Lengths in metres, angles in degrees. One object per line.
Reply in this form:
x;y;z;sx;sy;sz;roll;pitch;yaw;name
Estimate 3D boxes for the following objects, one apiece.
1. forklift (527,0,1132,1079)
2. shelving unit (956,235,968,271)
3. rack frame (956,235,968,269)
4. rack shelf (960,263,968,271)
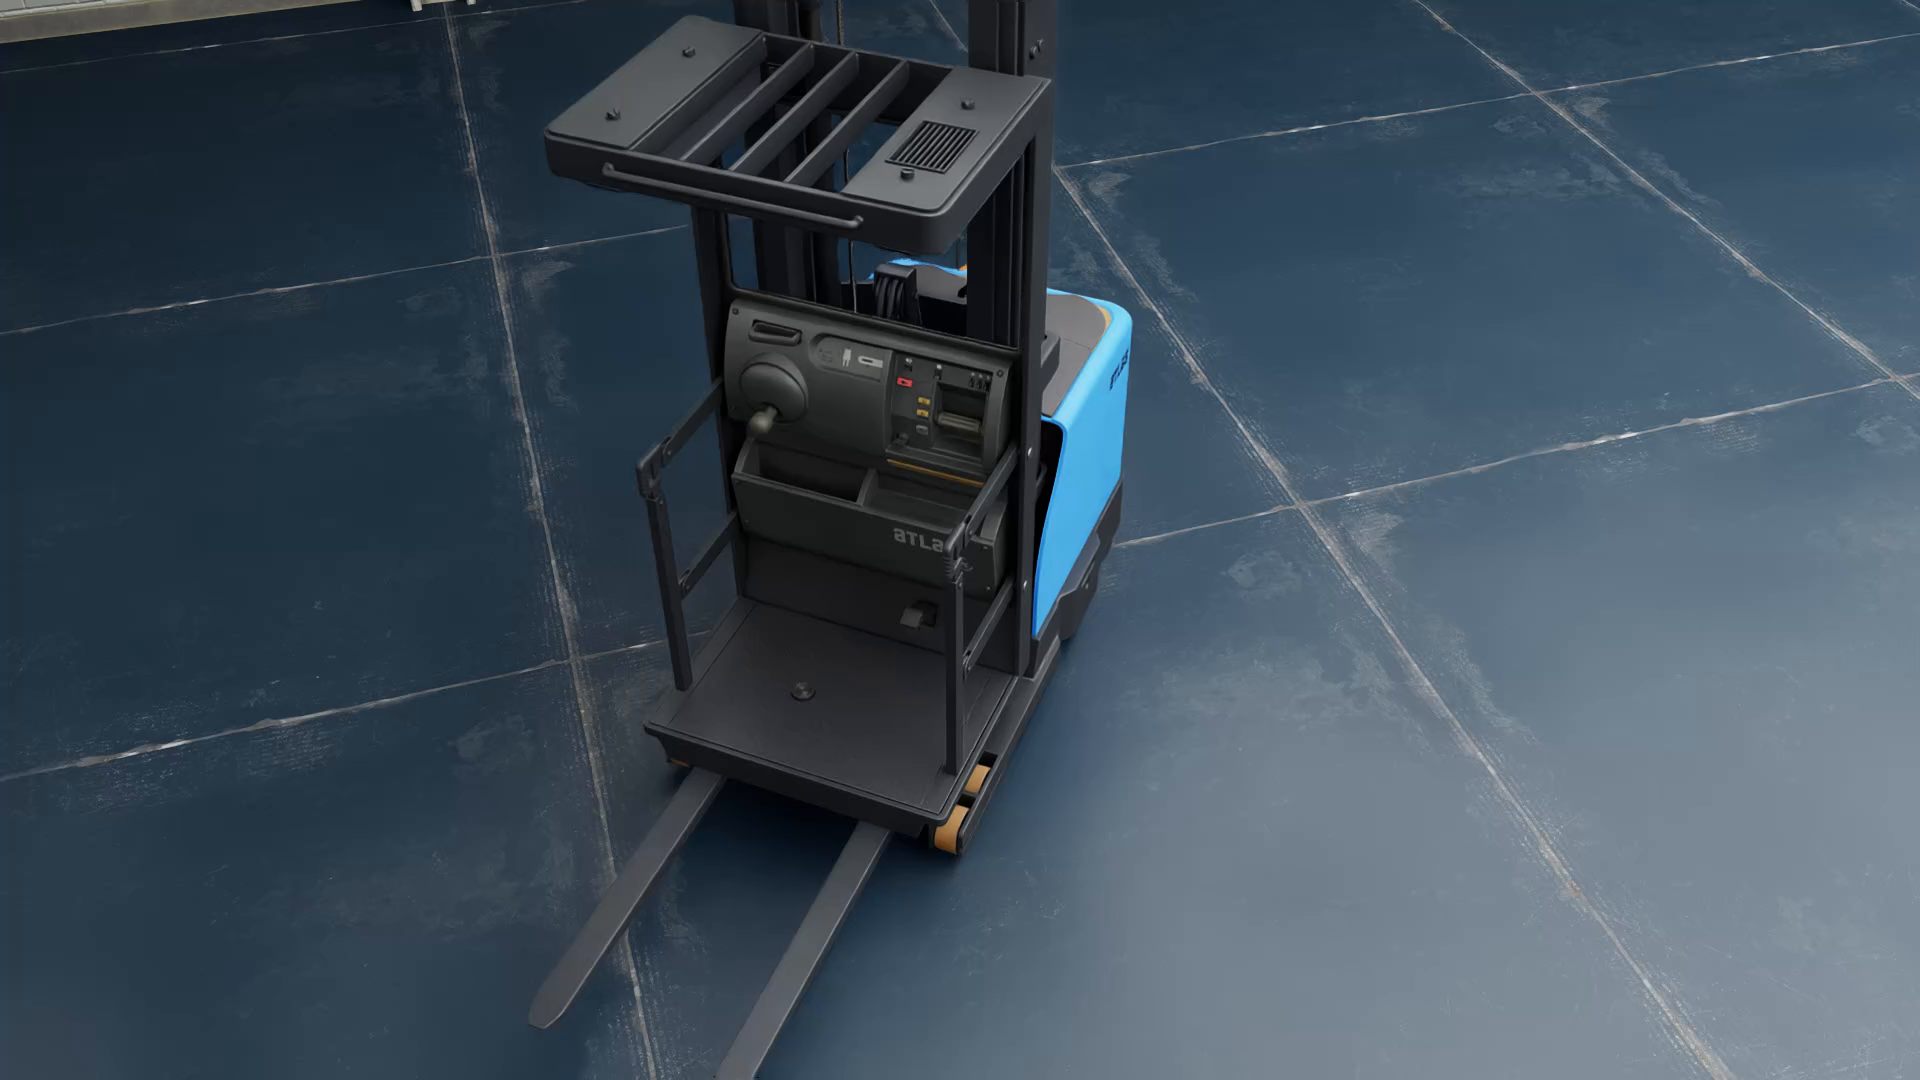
-0.376;-0.378;4.955;1.130;2.935;3.031;15;43;16;forklift
0.134;-0.772;6.721;0.189;1.200;0.258;-31;50;-31;shelving unit
0.067;-0.731;6.675;0.006;1.200;0.240;-31;50;-31;rack frame
0.134;-1.009;6.514;0.180;0.103;0.258;-31;50;-31;rack shelf
